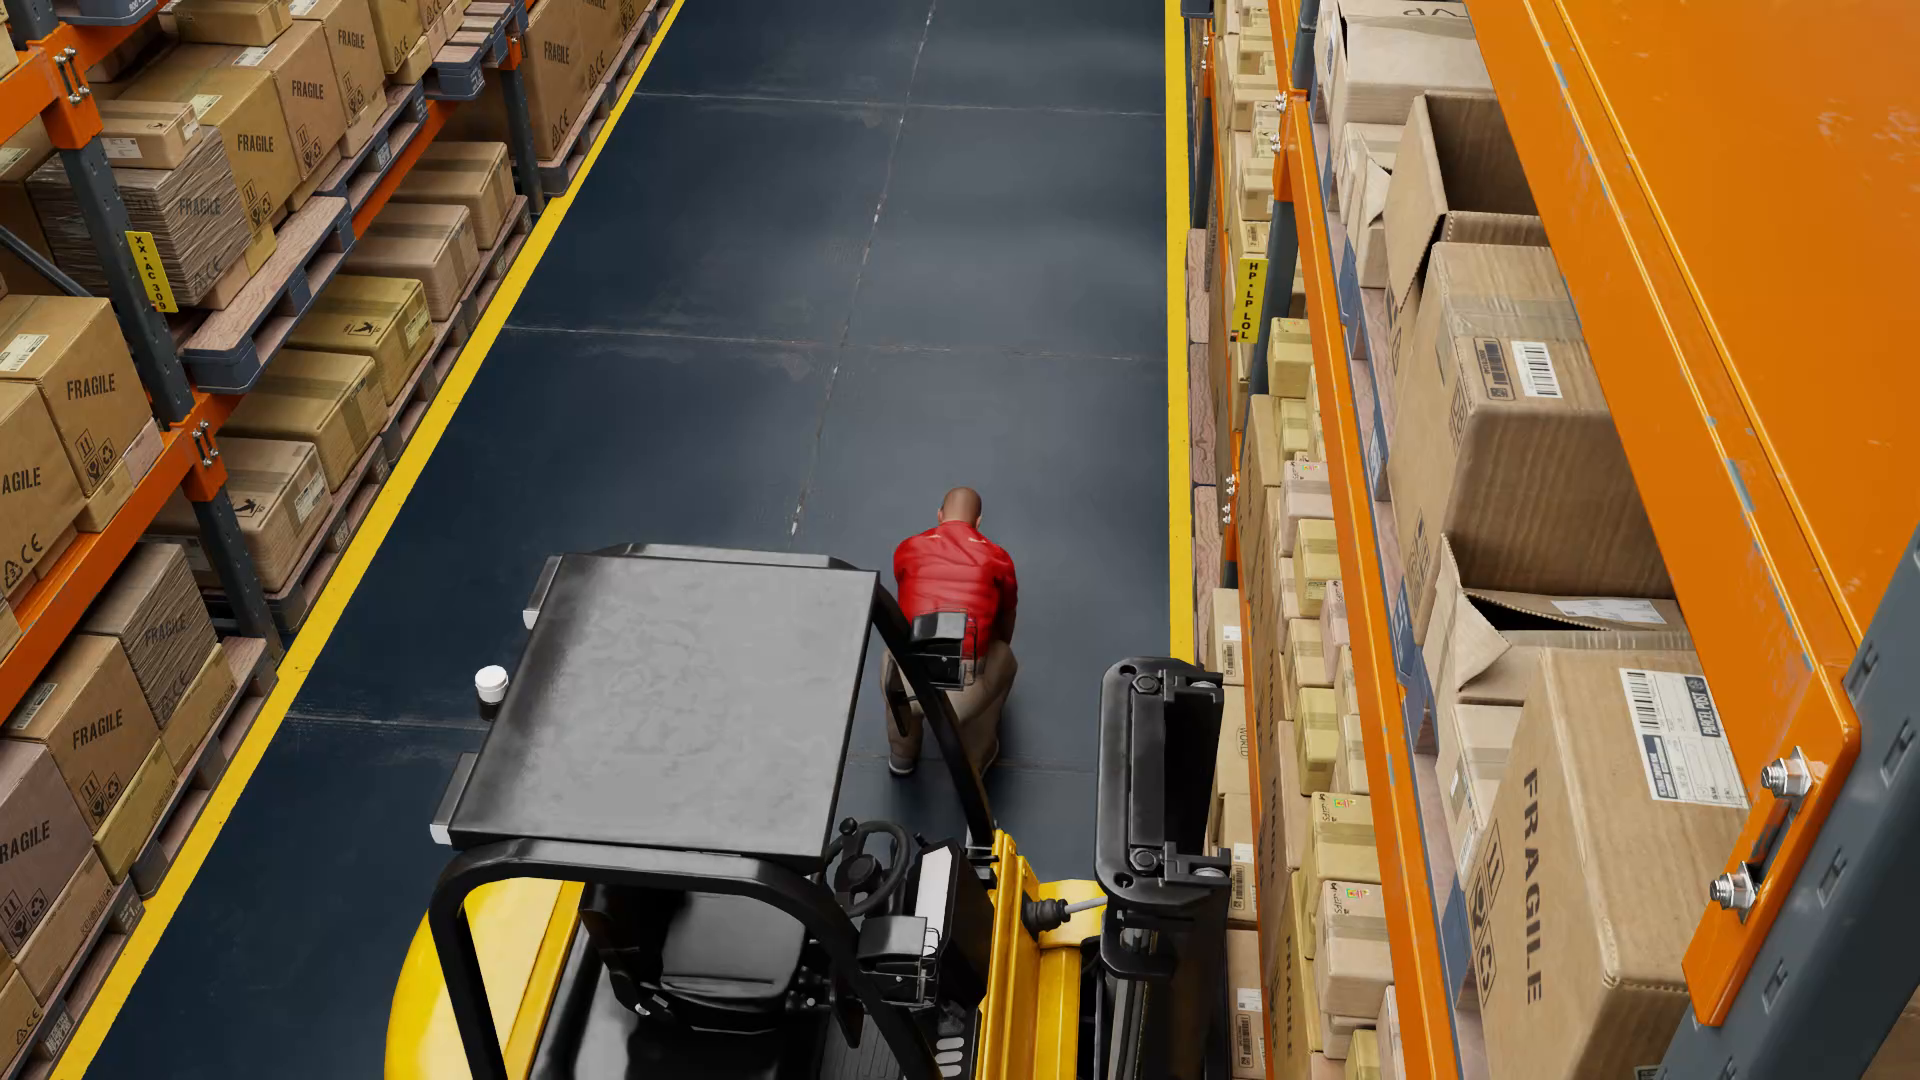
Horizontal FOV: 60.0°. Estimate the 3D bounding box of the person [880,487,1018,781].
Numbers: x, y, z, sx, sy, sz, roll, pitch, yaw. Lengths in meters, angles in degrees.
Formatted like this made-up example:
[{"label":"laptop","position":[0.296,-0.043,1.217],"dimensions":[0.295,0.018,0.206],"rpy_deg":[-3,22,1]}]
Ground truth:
[{"label":"person","position":[-0.042,0.413,6.562],"dimensions":[0.539,0.974,0.913],"rpy_deg":[9,41,10]}]
